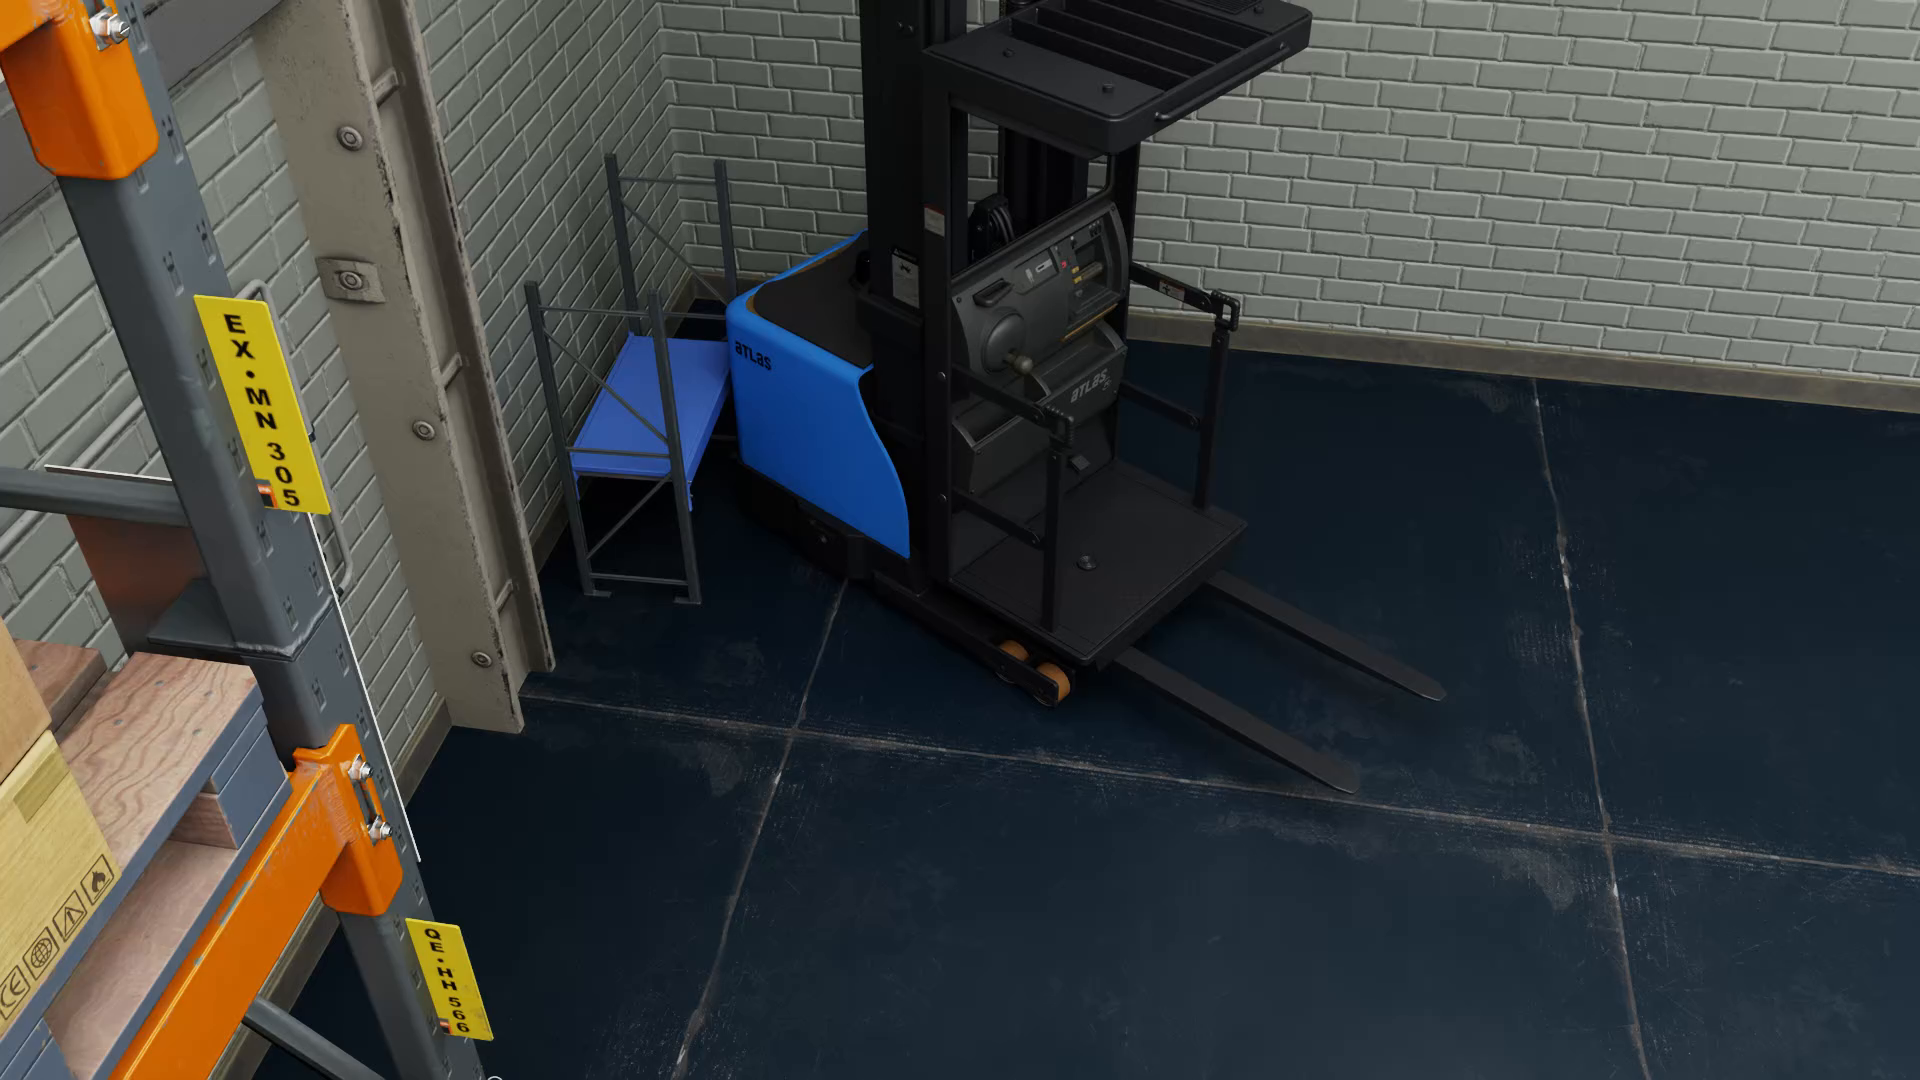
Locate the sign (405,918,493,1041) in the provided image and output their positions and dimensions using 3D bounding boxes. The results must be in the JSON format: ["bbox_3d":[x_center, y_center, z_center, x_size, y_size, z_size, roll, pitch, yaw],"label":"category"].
[{"bbox_3d":[-0.884,0.764,2.877,0.100,0.325,0.005,6,40,8],"label":"sign"}]

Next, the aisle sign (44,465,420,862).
[{"bbox_3d":[-1.108,0.219,2.591,0.394,0.787,0.004,6,40,8],"label":"aisle sign"}]

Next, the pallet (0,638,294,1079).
[{"bbox_3d":[-1.534,0.578,1.913,1.003,0.211,1.213,6,40,8],"label":"pallet"}]

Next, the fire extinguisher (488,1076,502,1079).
[{"bbox_3d":[-0.936,1.363,3.601,0.296,0.674,0.183,6,40,8],"label":"fire extinguisher"}]

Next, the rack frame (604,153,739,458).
[{"bbox_3d":[-1.204,-0.979,7.256,0.500,1.500,0.032,4,40,5],"label":"rack frame"}]

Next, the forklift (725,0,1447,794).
[{"bbox_3d":[0.466,-0.867,5.998,3.031,2.935,1.130,29,48,31],"label":"forklift"}]

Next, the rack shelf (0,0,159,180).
[{"bbox_3d":[-1.762,0.607,0.332,1.077,0.370,4.000,6,40,8],"label":"rack shelf"}]

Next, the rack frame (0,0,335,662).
[{"bbox_3d":[-1.416,-1.079,1.493,1.000,3.000,0.127,6,40,8],"label":"rack frame"}]

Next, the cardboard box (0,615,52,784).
[{"bbox_3d":[-1.274,0.135,1.500,0.500,0.500,0.500,6,40,8],"label":"cardboard box"}]

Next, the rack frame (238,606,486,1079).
[{"bbox_3d":[-1.416,1.233,3.405,1.000,3.000,0.127,6,40,8],"label":"rack frame"}]

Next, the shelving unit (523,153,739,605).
[{"bbox_3d":[-1.266,-0.657,6.867,0.538,1.500,1.048,4,40,5],"label":"shelving unit"}]

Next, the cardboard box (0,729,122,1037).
[{"bbox_3d":[-1.281,0.423,1.740,0.500,0.250,0.500,8,40,9],"label":"cardboard box"}]

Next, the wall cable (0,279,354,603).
[{"bbox_3d":[-2.126,-0.067,4.179,0.084,1.984,1.851,6,40,8],"label":"wall cable"}]

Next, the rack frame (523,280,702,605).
[{"bbox_3d":[-1.328,-0.336,6.479,0.500,1.500,0.032,4,40,5],"label":"rack frame"}]

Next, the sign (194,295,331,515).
[{"bbox_3d":[-0.884,-0.165,2.109,0.100,0.325,0.005,6,40,8],"label":"sign"}]

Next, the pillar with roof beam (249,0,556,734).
[{"bbox_3d":[2.439,-2.394,3.084,9.100,9.000,0.400,6,40,8],"label":"pillar with roof beam"}]

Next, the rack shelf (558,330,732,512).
[{"bbox_3d":[-1.266,-0.519,6.982,0.538,0.185,1.000,4,40,5],"label":"rack shelf"}]

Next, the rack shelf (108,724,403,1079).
[{"bbox_3d":[-1.762,1.609,1.160,1.077,0.370,4.000,6,40,8],"label":"rack shelf"}]
